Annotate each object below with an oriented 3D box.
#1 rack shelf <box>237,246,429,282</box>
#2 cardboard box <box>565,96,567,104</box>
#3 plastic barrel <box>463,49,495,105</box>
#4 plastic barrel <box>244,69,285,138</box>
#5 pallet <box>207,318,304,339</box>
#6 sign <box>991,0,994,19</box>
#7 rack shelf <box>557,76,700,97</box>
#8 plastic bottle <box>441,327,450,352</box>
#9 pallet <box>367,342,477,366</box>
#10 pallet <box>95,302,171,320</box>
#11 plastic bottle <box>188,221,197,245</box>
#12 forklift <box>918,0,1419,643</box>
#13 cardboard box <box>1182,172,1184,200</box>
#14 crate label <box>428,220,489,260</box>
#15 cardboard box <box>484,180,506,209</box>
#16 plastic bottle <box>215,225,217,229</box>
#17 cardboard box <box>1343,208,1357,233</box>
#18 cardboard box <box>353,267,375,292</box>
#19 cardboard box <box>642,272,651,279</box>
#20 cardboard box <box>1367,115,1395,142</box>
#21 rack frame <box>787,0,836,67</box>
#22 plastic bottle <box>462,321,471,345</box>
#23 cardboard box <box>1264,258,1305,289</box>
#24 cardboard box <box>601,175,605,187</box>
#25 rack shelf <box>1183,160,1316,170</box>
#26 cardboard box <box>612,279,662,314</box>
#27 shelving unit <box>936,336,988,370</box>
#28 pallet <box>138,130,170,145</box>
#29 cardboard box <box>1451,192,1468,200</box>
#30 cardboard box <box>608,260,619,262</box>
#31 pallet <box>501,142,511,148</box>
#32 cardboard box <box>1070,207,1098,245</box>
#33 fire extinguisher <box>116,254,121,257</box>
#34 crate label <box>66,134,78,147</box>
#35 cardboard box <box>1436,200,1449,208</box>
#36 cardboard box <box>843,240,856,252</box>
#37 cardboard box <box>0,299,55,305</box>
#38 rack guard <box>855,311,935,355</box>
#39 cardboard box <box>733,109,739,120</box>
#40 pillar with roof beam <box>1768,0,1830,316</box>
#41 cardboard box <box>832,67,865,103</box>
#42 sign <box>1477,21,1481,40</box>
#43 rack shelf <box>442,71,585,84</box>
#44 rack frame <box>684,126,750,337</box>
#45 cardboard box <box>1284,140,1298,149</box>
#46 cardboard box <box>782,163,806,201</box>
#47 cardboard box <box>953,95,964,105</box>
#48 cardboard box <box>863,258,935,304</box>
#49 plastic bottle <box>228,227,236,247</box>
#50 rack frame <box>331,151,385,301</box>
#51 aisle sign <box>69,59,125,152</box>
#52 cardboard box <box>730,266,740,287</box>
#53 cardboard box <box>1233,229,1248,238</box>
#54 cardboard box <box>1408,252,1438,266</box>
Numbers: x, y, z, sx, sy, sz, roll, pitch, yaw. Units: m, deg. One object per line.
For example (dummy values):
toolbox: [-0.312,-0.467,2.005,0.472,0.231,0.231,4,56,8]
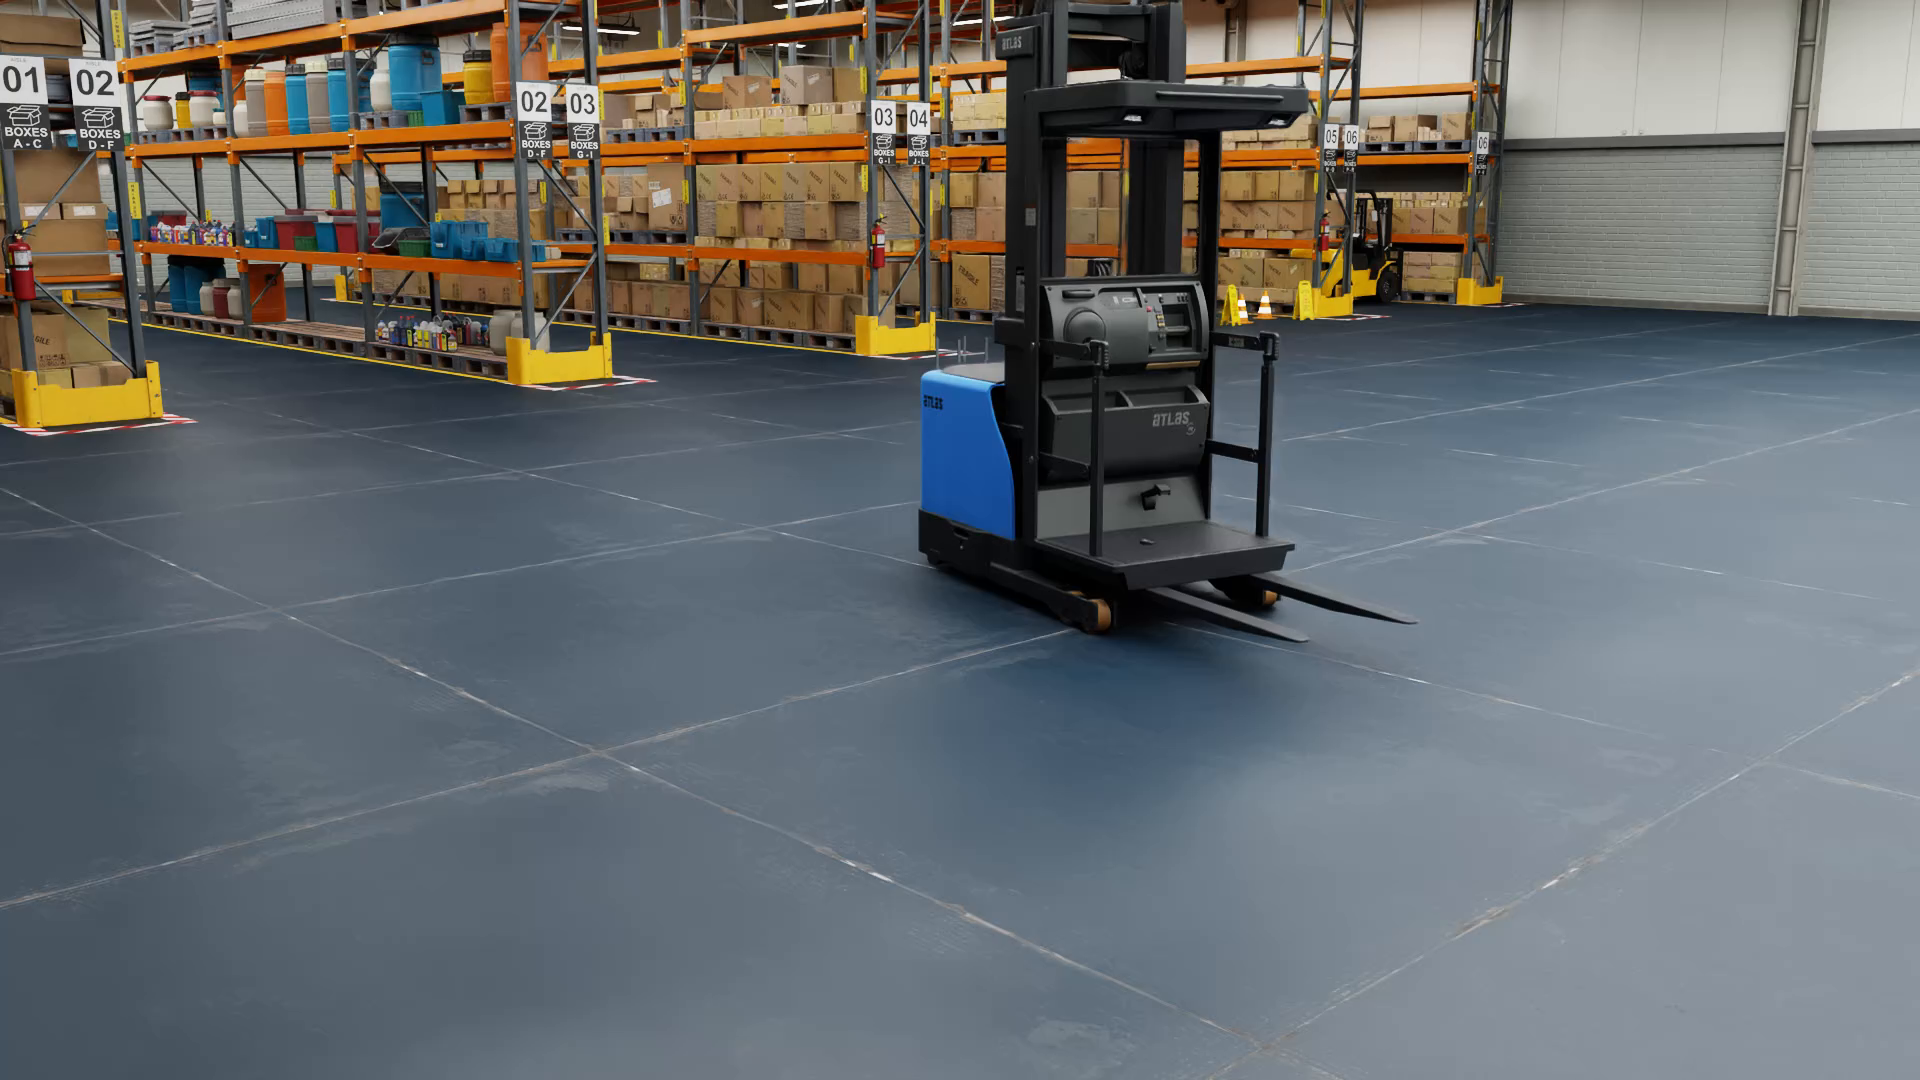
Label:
rack shelf: [-8.519,-3.779,22.603,1.077,0.370,4.000,-11,16,-43]
cardboard box: [-5.832,-6.697,26.065,0.500,0.500,0.500,-11,16,-42]
plastic barrel: [-5.254,-5.171,18.638,0.600,0.588,0.600,0,12,0]
plastic barrel: [-9.490,-5.988,22.865,0.600,0.901,0.600,0,12,0]
pallet: [-10.475,-3.167,24.759,1.003,0.211,1.213,-11,16,-43]
sign: [0.520,-8.753,27.389,0.100,0.325,0.005,-11,16,-43]
rack shelf: [-6.804,-9.250,34.298,1.077,0.370,4.000,-11,16,-43]
plastic bottle: [-6.055,-2.362,19.585,0.061,0.283,0.133,-10,16,-41]
pallet: [-6.704,-2.370,20.891,1.003,0.211,1.213,-11,16,-43]
pallet: [-14.045,-3.921,28.421,1.003,0.211,1.213,-11,16,-43]
plastic bottle: [-11.577,-4.641,25.126,0.144,0.351,0.185,-11,16,-43]
forklift: [0.932,-1.102,7.997,1.130,2.935,3.031,-6,13,-29]
cardboard box: [4.096,-6.423,30.190,0.700,0.500,0.500,-11,16,-42]
crate label: [-5.842,-3.504,19.397,0.502,0.435,0.616,-11,16,-43]
cardboard box: [-7.727,-5.955,28.649,0.797,0.503,0.637,-10,15,-41]
plastic bottle: [-11.633,-4.784,26.019,0.097,0.271,0.097,0,12,0]
cardboard box: [8.039,-6.403,33.310,0.500,0.500,0.500,-11,16,-43]
cardboard box: [-11.343,-5.364,32.737,0.875,0.875,0.875,-11,16,-43]
cardboard box: [-6.264,-5.405,33.998,0.250,0.149,0.380,11,16,43]
cardboard box: [8.469,-8.078,32.710,0.797,0.503,0.637,-10,15,-41]
rack frame: [-2.661,-8.728,29.975,1.000,3.000,0.127,-11,16,-43]
plastic bottle: [-6.096,-2.556,20.527,0.061,0.283,0.133,-11,16,-43]
cardboard box: [5.633,-4.634,28.883,0.500,0.500,0.500,-11,16,-42]
cardboard box: [-7.371,-7.387,34.872,0.500,0.500,0.500,-11,16,-44]
rack shelf: [5.818,-8.011,35.713,1.077,0.370,4.000,-11,16,-43]
cardboard box: [-5.052,-3.849,26.263,0.700,0.500,0.500,-9,15,-38]
shelving unit: [0.010,-0.586,9.780,0.258,1.200,0.189,-11,16,-43]
pallet: [-12.050,-6.283,26.008,1.213,0.211,1.003,-11,16,-43]
cardboard box: [9.562,-6.554,31.699,0.380,0.149,0.250,-11,16,-42]
cardboard box: [-7.504,-5.971,36.012,0.380,0.149,0.250,-10,16,-41]
pallet: [-6.801,-6.577,27.434,1.213,0.211,1.003,-10,15,-40]
cardboard box: [2.179,-4.821,25.505,0.875,0.550,0.550,-11,16,-43]
fire extinguisher: [-15.200,-5.456,30.074,0.296,0.674,0.183,-11,16,-43]
crate label: [-15.021,-6.807,28.454,0.408,0.251,0.502,-11,16,-43]
cardboard box: [9.322,-6.430,31.834,0.380,0.149,0.250,-11,16,-42]
cardboard box: [-1.311,-3.872,21.895,0.380,0.149,0.250,-11,16,-43]
cardboard box: [-9.560,-2.192,17.031,0.500,0.500,0.500,-11,16,-43]
rack guard: [-0.846,-2.733,21.936,1.175,0.500,0.348,-11,16,-43]
cardboard box: [-2.948,-5.928,23.203,0.380,0.149,0.250,-10,15,-41]
pillar with roof beam: [11.163,-7.709,25.028,9.100,9.000,0.400,-11,16,-43]
cardboard box: [-1.623,-6.109,22.471,0.500,0.500,0.500,-11,16,-43]
sign: [9.560,-9.380,30.628,0.100,0.325,0.005,-11,16,-43]
rack shelf: [-7.699,-7.795,28.221,1.077,0.370,4.000,-11,16,-43]
rack frame: [-3.555,-4.530,24.464,1.000,3.000,0.127,-11,16,-43]
cardboard box: [5.730,-6.718,28.273,0.380,0.149,0.250,-11,16,-42]
cardboard box: [-2.045,-4.822,22.418,0.500,0.500,0.500,-11,16,-43]
cardboard box: [0.107,-7.097,26.849,0.380,0.149,0.250,-11,16,-42]
cardboard box: [-1.055,-4.529,28.996,1.050,0.750,0.750,-11,16,-43]
plastic bottle: [-10.488,-4.366,23.957,0.061,0.283,0.133,-11,16,-43]
rack frame: [-11.842,-6.281,32.964,1.000,3.000,0.127,-11,16,-43]
aisle sign: [-7.694,-3.872,14.831,0.394,0.787,0.004,-11,16,-43]
cardboard box: [-4.037,-4.982,31.813,0.500,0.500,0.500,11,16,43]
cardboard box: [5.027,-5.405,29.337,0.380,0.149,0.250,-11,16,-43]
cardboard box: [9.061,-5.465,32.300,0.500,0.250,0.500,-11,16,-42]
